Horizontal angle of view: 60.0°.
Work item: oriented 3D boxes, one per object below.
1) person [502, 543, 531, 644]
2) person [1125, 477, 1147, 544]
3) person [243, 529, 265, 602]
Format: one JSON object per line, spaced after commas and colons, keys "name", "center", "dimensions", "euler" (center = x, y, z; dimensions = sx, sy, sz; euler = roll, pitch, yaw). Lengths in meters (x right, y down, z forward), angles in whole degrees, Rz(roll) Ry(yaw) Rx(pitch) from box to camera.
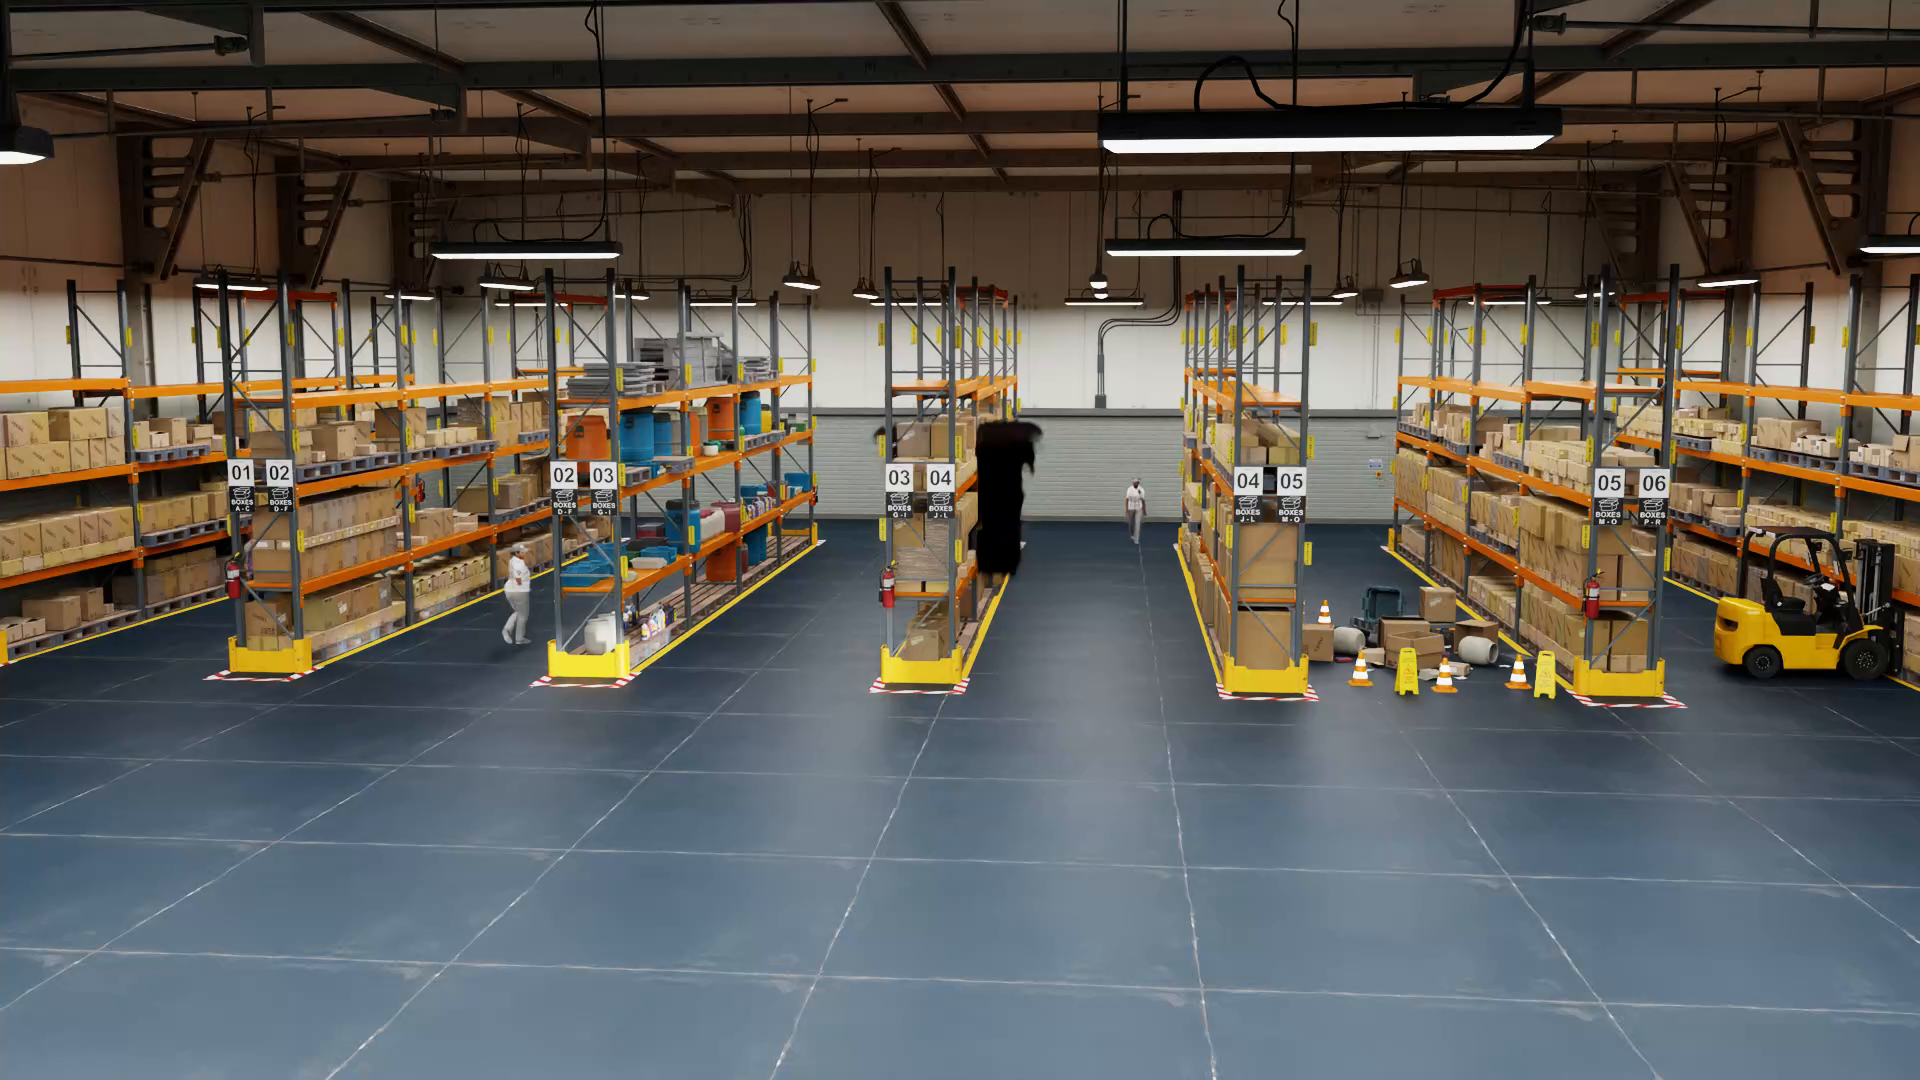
{"name": "person", "center": [-7.204, 0.873, 27.163], "dimensions": [0.494, 1.659, 0.476], "euler": [6, 9, 38]}
{"name": "person", "center": [4.298, -0.741, 40.626], "dimensions": [0.502, 1.635, 0.928], "euler": [1, 7, 11]}
{"name": "person", "center": [-12.672, 0.592, 29.852], "dimensions": [0.399, 1.596, 0.444], "euler": [7, 10, 44]}
